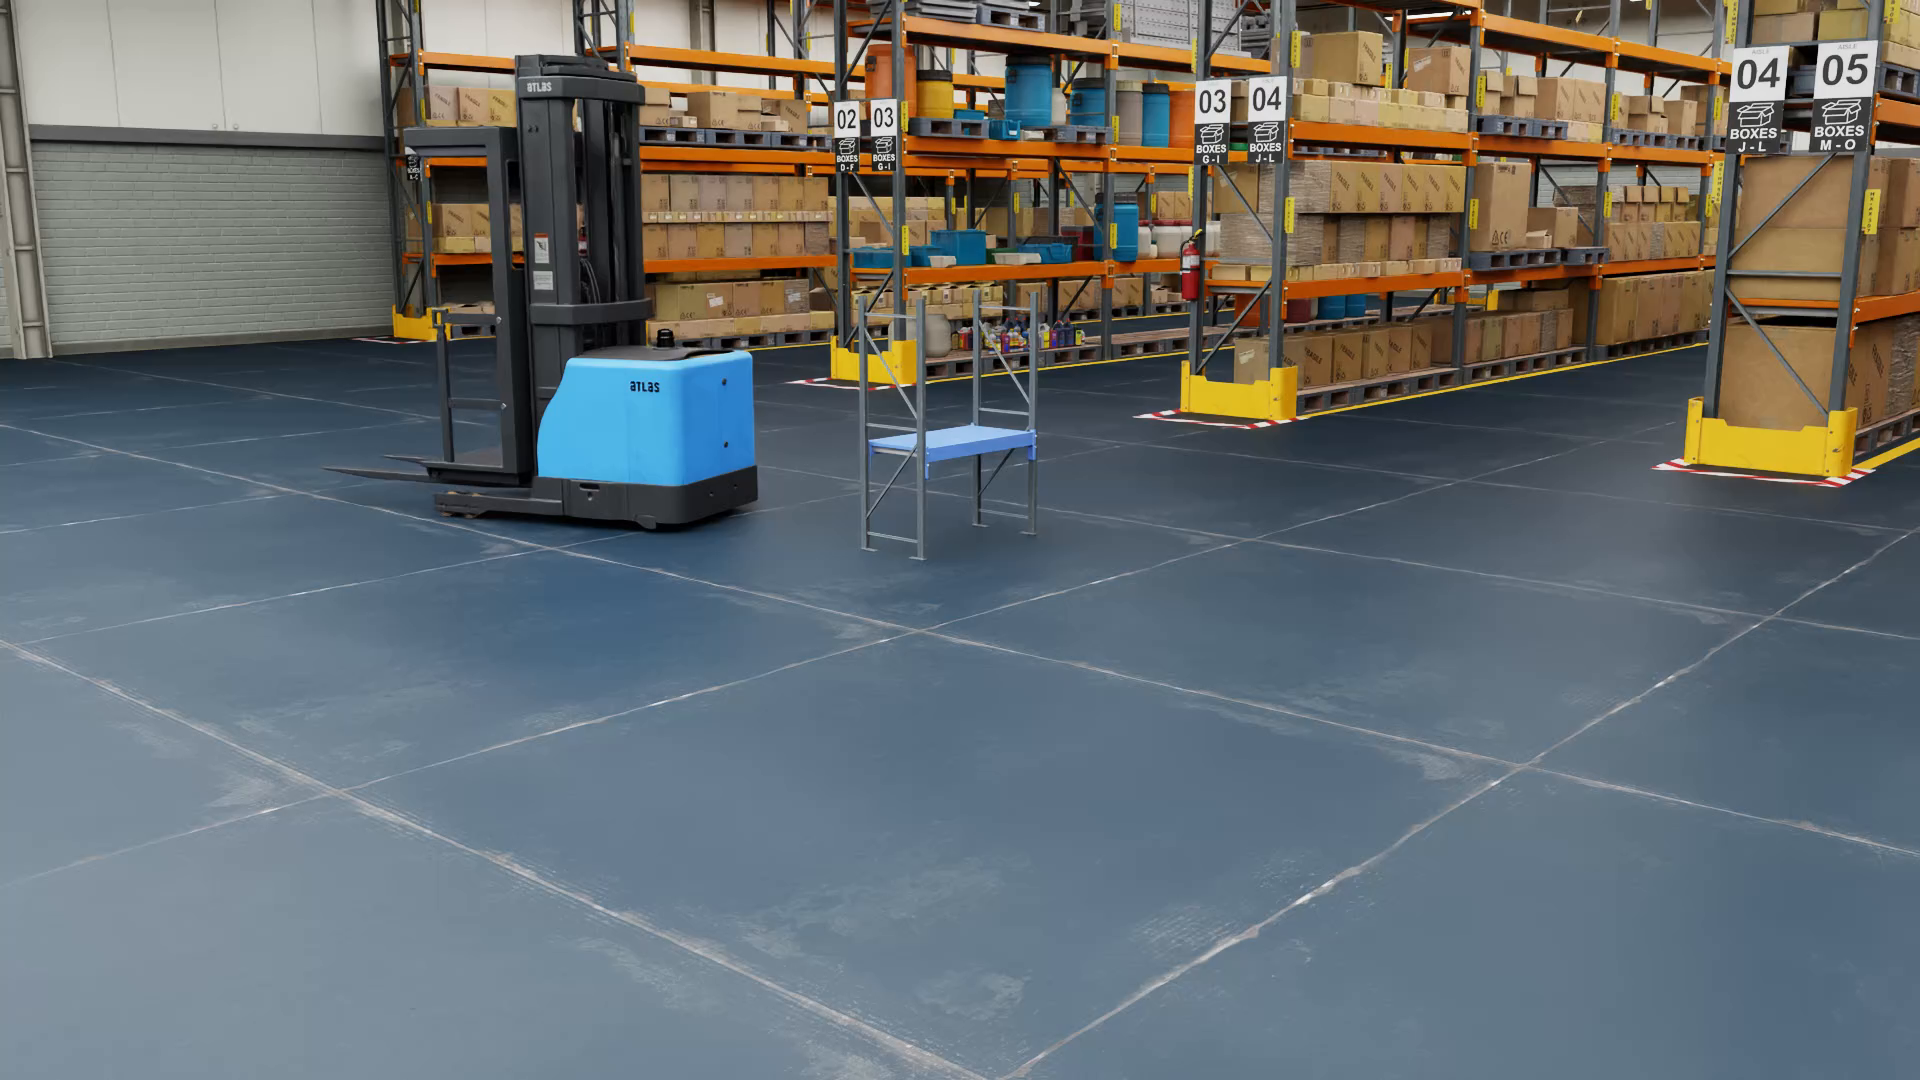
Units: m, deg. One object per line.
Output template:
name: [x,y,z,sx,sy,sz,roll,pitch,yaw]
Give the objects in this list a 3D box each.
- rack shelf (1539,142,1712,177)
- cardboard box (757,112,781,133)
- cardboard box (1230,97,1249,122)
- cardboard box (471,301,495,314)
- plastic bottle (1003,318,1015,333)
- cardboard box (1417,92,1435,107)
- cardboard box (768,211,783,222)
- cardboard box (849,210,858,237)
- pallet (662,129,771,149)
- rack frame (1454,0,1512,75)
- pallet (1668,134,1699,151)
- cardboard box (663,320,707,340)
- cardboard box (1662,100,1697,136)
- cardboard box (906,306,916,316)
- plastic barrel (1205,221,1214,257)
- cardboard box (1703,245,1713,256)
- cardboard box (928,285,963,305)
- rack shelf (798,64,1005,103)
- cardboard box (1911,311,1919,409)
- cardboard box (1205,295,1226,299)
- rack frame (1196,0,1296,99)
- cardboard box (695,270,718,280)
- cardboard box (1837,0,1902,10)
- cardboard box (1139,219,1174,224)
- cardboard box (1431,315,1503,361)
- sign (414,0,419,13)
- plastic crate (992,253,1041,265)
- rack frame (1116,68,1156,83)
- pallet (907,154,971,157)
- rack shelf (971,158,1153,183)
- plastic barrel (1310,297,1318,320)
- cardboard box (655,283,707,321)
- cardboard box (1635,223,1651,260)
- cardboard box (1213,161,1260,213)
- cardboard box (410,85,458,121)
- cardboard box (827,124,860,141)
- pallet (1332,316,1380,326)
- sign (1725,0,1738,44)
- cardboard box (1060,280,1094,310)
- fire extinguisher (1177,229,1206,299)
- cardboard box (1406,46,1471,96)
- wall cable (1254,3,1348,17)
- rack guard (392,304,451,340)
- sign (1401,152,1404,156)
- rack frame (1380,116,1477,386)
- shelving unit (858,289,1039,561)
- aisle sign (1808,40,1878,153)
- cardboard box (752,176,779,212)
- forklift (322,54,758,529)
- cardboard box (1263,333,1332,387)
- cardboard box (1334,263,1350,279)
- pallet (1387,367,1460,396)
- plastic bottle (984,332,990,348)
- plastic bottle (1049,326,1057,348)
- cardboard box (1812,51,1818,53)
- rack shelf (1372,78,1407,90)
rack shelf: [9.289,-5.292,23.224,1.077,0.370,4.000,10,15,40]
cardboard box: [-2.997,-6.154,24.505,0.500,0.311,0.500,9,14,37]
cardboard box: [2.816,-4.203,16.322,0.500,0.250,0.500,10,15,42]
cardboard box: [-7.573,-3.695,26.792,0.500,0.311,0.500,-11,15,-43]
plastic bottle: [0.639,-2.755,21.985,0.144,0.351,0.185,9,14,38]
cardboard box: [4.823,-4.679,17.685,0.380,0.149,0.250,9,15,39]
cardboard box: [-2.802,-4.722,24.282,0.380,0.149,0.250,10,15,40]
cardboard box: [-2.328,-6.119,32.125,0.500,0.500,0.500,10,15,42]
pallet: [-3.459,-5.692,23.618,1.003,0.211,1.213,10,15,40]
rack frame: [9.530,-8.638,30.486,1.000,3.000,0.127,10,15,40]
pallet: [10.041,-5.703,23.938,0.805,0.209,1.217,9,14,38]
cardboard box: [-3.902,-2.965,23.347,0.500,0.250,0.500,10,15,40]
cardboard box: [10.234,-6.107,24.142,0.700,0.500,0.500,10,15,42]
cardboard box: [-0.979,-3.608,26.567,0.500,0.250,0.500,9,15,39]
plastic barrel: [3.452,-4.333,23.963,0.421,0.512,0.421,0,11,0]
cardboard box: [11.055,-4.345,24.948,0.380,0.149,0.250,10,15,40]
cardboard box: [-0.304,-4.033,27.261,0.500,0.311,0.500,10,15,40]
rack shelf: [-0.790,-7.259,26.438,1.077,0.370,4.000,10,15,40]
cardboard box: [8.520,-1.715,15.492,0.875,0.875,0.875,10,15,41]
cardboard box: [4.988,-4.957,33.268,0.500,0.250,0.500,10,15,40]
rack frame: [2.688,-5.644,15.494,1.000,3.000,0.127,10,15,40]
cardboard box: [-4.732,-4.822,30.041,0.500,0.250,0.500,9,15,39]
cardboard box: [6.807,-4.048,12.438,0.380,0.149,0.250,10,15,41]
cardboard box: [3.712,-5.838,31.525,0.500,0.500,0.500,10,15,42]
cardboard box: [6.079,-2.436,20.007,0.700,0.500,0.500,10,15,40]
sign: [-8.067,-7.992,24.662,0.100,0.325,0.005,10,15,40]
plastic crate: [0.727,-3.530,20.900,0.530,0.136,0.437,10,15,40]
rack frame: [3.171,-8.691,30.749,1.000,3.000,0.127,10,15,40]
pallet: [-0.586,-6.262,26.731,1.003,0.211,1.213,11,16,43]
rack shelf: [1.851,-6.573,29.640,1.077,0.370,4.000,10,15,40]
plastic barrel: [5.610,-3.840,27.060,0.421,0.512,0.421,0,11,0]
cardboard box: [-3.901,-3.333,23.272,0.500,0.500,0.500,10,15,40]
cardboard box: [9.169,-4.116,22.907,0.500,0.500,0.500,9,15,39]
cardboard box: [2.866,-3.500,16.510,0.500,0.500,0.500,10,15,40]
cardboard box: [-8.037,-6.669,25.424,0.500,0.500,0.500,8,14,36]
cardboard box: [-1.696,-6.265,25.571,0.500,0.250,0.500,-10,15,-42]
pallet: [6.348,-3.632,27.859,1.003,0.211,1.213,10,15,40]
sign: [5.949,-3.984,12.785,0.100,0.325,0.005,10,15,40]
cardboard box: [2.062,-4.409,29.885,0.500,0.500,0.500,9,14,38]
fire extinguisher: [2.267,-2.707,16.303,0.296,0.674,0.183,10,15,40]
cardboard box: [5.223,-5.102,18.150,0.500,0.500,0.500,9,15,39]
wall cable: [8.122,-11.309,38.892,3.097,2.526,0.112,10,15,40]
rack guard: [-8.424,-3.409,26.001,1.175,0.500,0.348,10,15,40]
sign: [7.301,-6.512,27.475,0.100,0.325,0.005,10,15,40]
rack frame: [5.329,-3.291,19.028,1.000,3.000,0.127,10,15,40]
shelving unit: [-0.056,-0.723,10.001,0.538,1.500,1.048,10,15,40]
aisle sign: [6.526,-3.272,12.295,0.394,0.787,0.004,10,15,40]
cardboard box: [-3.062,-5.043,24.234,0.700,0.500,0.500,10,15,40]
forklift: [-2.927,-1.668,11.079,3.031,2.935,1.130,5,12,22]
cardboard box: [3.482,-1.864,17.197,0.500,0.500,0.500,-7,13,-33]
cardboard box: [3.731,-2.734,16.885,0.380,0.149,0.250,10,15,40]
pallet: [4.912,-1.820,18.783,1.003,0.211,1.213,10,15,40]
plastic bottle: [0.355,-2.582,21.504,0.097,0.201,0.097,0,11,0]
plastic bottle: [1.197,-2.625,21.508,0.133,0.283,0.061,-11,16,-44]
cardboard box: [6.791,-4.026,13.346,0.500,0.250,0.500,10,15,40]
rack shelf: [8.209,-7.795,29.122,1.077,0.370,4.000,10,15,40]
